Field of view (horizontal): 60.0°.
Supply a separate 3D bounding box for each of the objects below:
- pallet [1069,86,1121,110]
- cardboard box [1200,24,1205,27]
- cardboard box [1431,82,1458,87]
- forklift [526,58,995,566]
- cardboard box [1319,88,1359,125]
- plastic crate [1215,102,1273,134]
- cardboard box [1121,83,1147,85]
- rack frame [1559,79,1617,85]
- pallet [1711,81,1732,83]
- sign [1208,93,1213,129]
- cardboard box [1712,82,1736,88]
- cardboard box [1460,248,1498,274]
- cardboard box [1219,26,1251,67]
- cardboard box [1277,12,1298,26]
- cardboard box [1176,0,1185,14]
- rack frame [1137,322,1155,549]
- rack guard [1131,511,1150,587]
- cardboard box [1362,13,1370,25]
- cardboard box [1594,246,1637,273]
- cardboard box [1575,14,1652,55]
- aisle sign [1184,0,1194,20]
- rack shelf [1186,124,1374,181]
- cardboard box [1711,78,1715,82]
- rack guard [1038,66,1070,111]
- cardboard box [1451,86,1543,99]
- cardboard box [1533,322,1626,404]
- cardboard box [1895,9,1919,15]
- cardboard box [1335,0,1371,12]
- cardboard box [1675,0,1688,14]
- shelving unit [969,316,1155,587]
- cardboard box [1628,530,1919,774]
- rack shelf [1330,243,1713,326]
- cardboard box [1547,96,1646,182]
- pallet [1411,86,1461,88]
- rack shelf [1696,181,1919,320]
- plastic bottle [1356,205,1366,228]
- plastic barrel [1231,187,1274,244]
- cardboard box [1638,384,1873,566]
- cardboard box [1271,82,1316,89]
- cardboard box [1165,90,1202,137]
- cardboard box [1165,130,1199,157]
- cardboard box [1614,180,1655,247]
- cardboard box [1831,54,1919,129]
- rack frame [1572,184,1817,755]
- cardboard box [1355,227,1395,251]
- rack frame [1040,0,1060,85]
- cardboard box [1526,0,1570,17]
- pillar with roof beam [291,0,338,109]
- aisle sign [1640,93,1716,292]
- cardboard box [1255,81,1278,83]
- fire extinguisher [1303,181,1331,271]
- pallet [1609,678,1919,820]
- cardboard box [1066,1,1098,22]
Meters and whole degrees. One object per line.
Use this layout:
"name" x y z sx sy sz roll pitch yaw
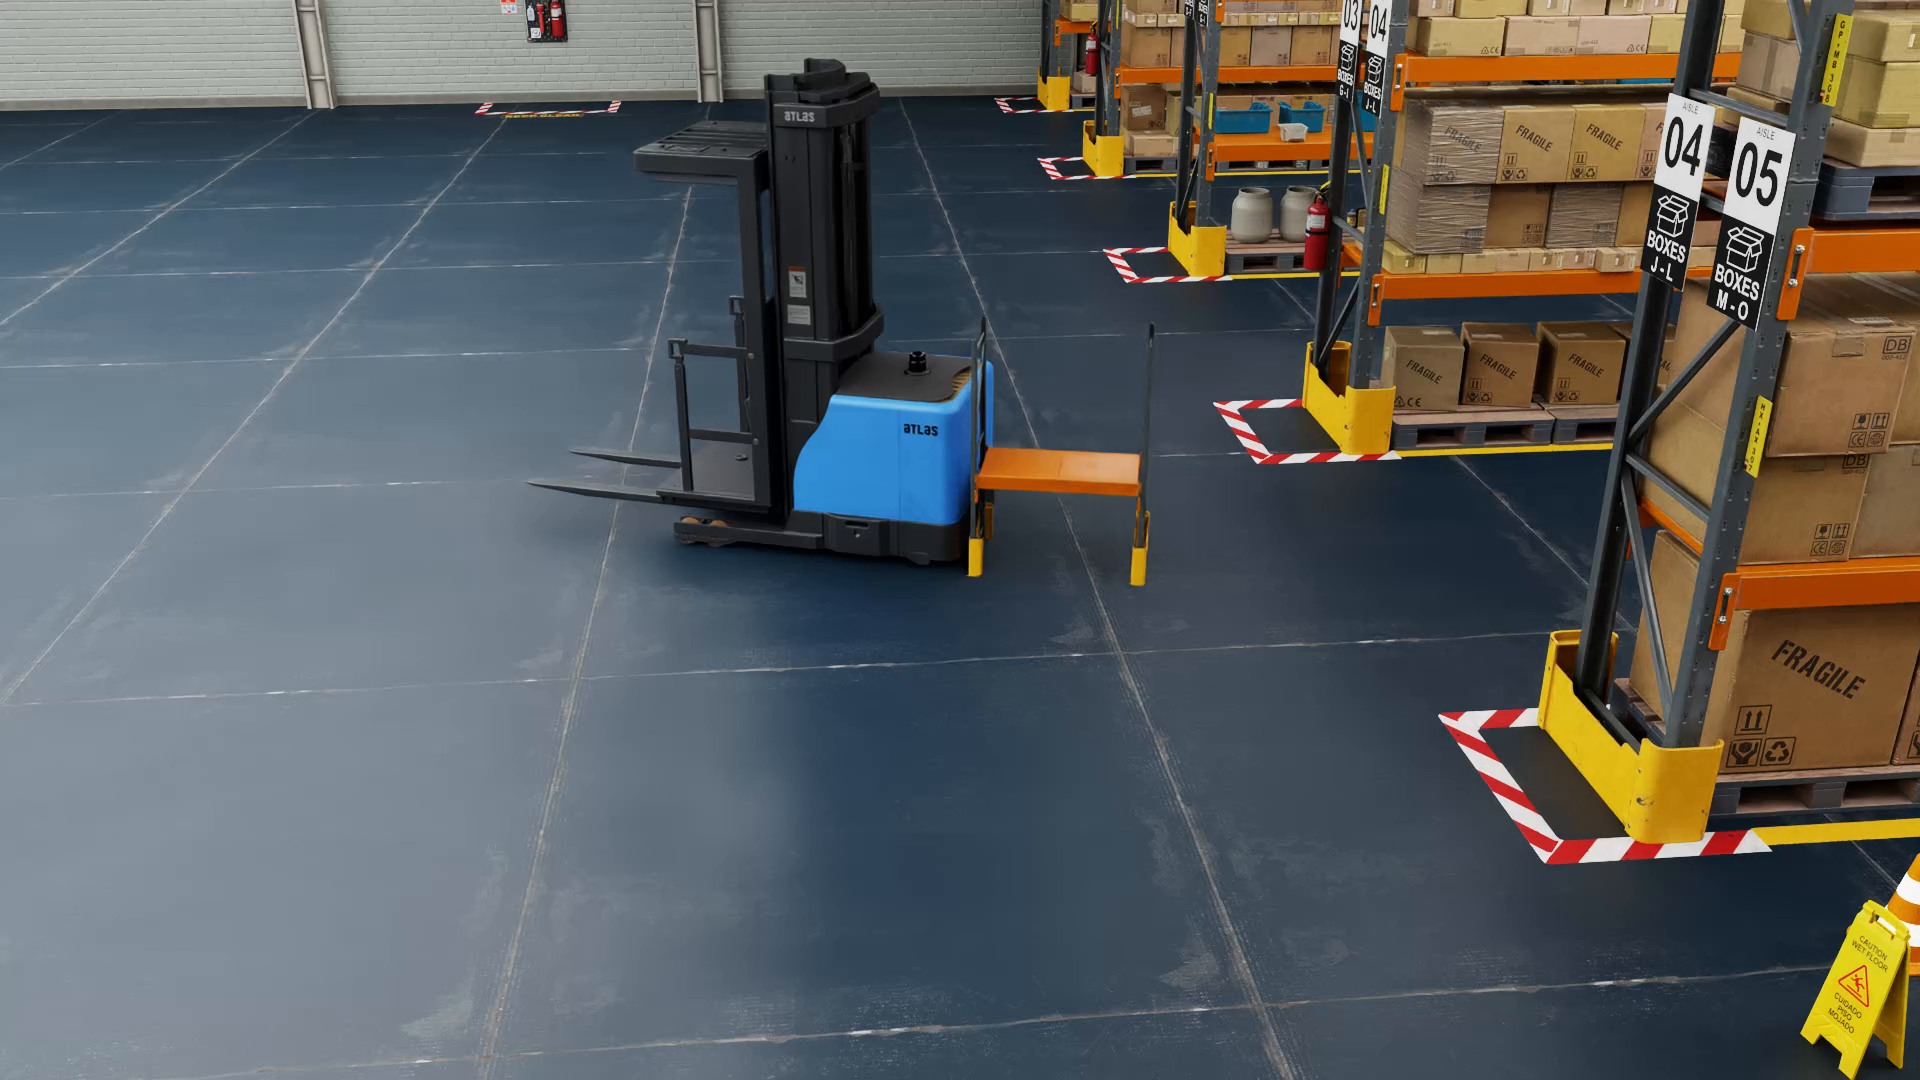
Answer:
"pallet" 2.278 -6.981 26.195 1.213 0.211 1.003 -2 24 -5
"cardboard box" 3.055 -6.533 20.832 0.250 0.149 0.380 -3 24 -6
"cardboard box" 7.625 -7.557 26.595 0.500 0.500 0.700 -2 24 -5
"forklift" -1.345 -1.494 10.502 3.031 2.935 1.130 6 25 13
"cardboard box" 4.923 -5.547 21.482 0.500 0.500 0.500 -2 24 -5
"plastic crate" 2.833 -4.302 16.919 0.616 0.251 0.499 -2 24 -5
"cardboard box" 2.656 -7.220 26.070 0.500 0.311 0.500 0 24 -1
"rack frame" 6.345 -4.389 16.931 0.127 3.000 1.000 -2 24 -5
"pallet" 12.572 -7.377 27.088 1.213 0.211 1.003 -2 24 -5
"sign" 2.414 -4.133 16.015 0.005 0.325 0.100 -2 24 -5
"cardboard box" 5.862 -3.090 12.288 0.500 0.500 0.500 -2 24 -5
"cardboard box" 3.659 -2.034 11.942 0.250 0.149 0.380 -2 24 -5
"cardboard box" 3.364 -6.331 21.178 0.500 0.500 0.700 -2 24 -5
"cardboard box" 4.085 -6.574 20.926 0.250 0.149 0.380 -2 24 -3
"cardboard box" 2.923 -6.909 20.880 0.500 0.500 0.700 -3 24 -7
"rack frame" 1.122 -0.522 10.077 0.032 1.500 0.500 3 24 7
"rack guard" 1.121 0.049 10.331 0.087 0.250 0.587 3 24 7
"cardboard box" 5.106 -6.615 21.019 0.250 0.149 0.380 -3 24 -7
"cardboard box" 4.661 -2.048 11.974 0.250 0.149 0.380 -2 24 -5
"cardboard box" 4.362 -3.486 11.390 0.500 0.250 0.500 -2 24 -5
"aisle sign" 2.264 -5.534 16.308 0.004 0.787 0.394 -2 24 -5
"rack shelf" 4.355 -3.980 16.898 4.000 0.370 1.077 -2 24 -5
"cardboard box" 11.814 -7.807 26.751 0.750 0.750 0.750 -2 24 -4
"rack guard" 1.466 -7.095 26.096 0.348 0.500 1.175 -2 24 -5
"cardboard box" 3.871 -3.010 12.109 0.500 0.500 0.500 -2 24 -5
"cardboard box" 4.691 -1.350 12.655 0.500 0.500 0.500 0 24 0
"cardboard box" 3.851 -1.971 6.485 0.250 0.149 0.380 -2 24 -5
"cardboard box" 4.918 -6.989 21.060 0.500 0.500 0.700 -2 24 -5
"cardboard box" 4.949 -3.712 11.409 0.250 0.149 0.380 -3 24 -7
"shelving unit" 0.627 -0.549 10.139 1.083 1.500 0.587 3 24 7
"cardboard box" 3.907 0.507 8.016 0.875 0.875 0.875 -2 24 -5
"rack shelf" 4.842 -1.978 12.394 4.000 0.370 1.077 -2 24 -5
"cardboard box" 4.421 -2.815 11.671 0.500 0.500 0.500 -2 24 -5
"pallet" 7.363 -7.201 26.691 1.213 0.211 1.003 -2 24 -5
"rack shelf" 5.229 -1.340 7.265 4.000 0.370 1.077 -2 24 -5
"plastic bottle" 4.264 -3.452 17.625 0.133 0.283 0.061 -2 24 -4
"plastic barrel" 3.012 -3.342 17.121 0.421 0.512 0.421 0 24 0
"cardboard box" 3.603 -0.320 7.593 0.550 0.550 0.875 -2 24 -5
"cardboard box" 4.375 -5.737 21.910 0.500 0.500 0.500 -2 24 -5
"cardboard box" 2.934 -5.462 21.290 0.500 0.500 0.500 -2 24 -5
"cardboard box" 2.934 -5.120 21.444 0.500 0.250 0.500 -2 24 -5
"cardboard box" 4.888 -2.506 12.206 0.500 0.500 0.875 -2 24 -5
"cardboard box" 3.744 -1.810 6.614 0.500 0.250 0.500 -2 24 -5
"rack frame" 3.238 -0.218 7.548 0.127 3.000 1.000 -2 24 -5
"cardboard box" 3.115 -2.207 12.332 0.250 0.149 0.380 -2 24 -5
"rack frame" 1.391 -8.234 25.581 0.127 3.000 1.000 -2 24 -5
"cardboard box" 3.933 -3.642 11.252 0.250 0.149 0.380 -1 24 -3
"pillar with roof beam" -9.516 -9.134 20.220 0.400 9.000 9.100 -2 24 -5
"aisle sign" 3.138 -1.525 7.287 0.004 0.787 0.394 -2 24 -5
"cardboard box" 4.842 -7.266 26.351 0.250 0.166 0.380 -5 25 -12
"fire extinguisher" 2.692 -2.374 12.493 0.183 0.674 0.296 -2 24 -5
"pallet" 4.026 0.992 8.258 1.213 0.211 1.003 -2 24 -5
"cardboard box" 1.908 -8.065 25.363 0.500 0.250 0.500 -3 24 -7
